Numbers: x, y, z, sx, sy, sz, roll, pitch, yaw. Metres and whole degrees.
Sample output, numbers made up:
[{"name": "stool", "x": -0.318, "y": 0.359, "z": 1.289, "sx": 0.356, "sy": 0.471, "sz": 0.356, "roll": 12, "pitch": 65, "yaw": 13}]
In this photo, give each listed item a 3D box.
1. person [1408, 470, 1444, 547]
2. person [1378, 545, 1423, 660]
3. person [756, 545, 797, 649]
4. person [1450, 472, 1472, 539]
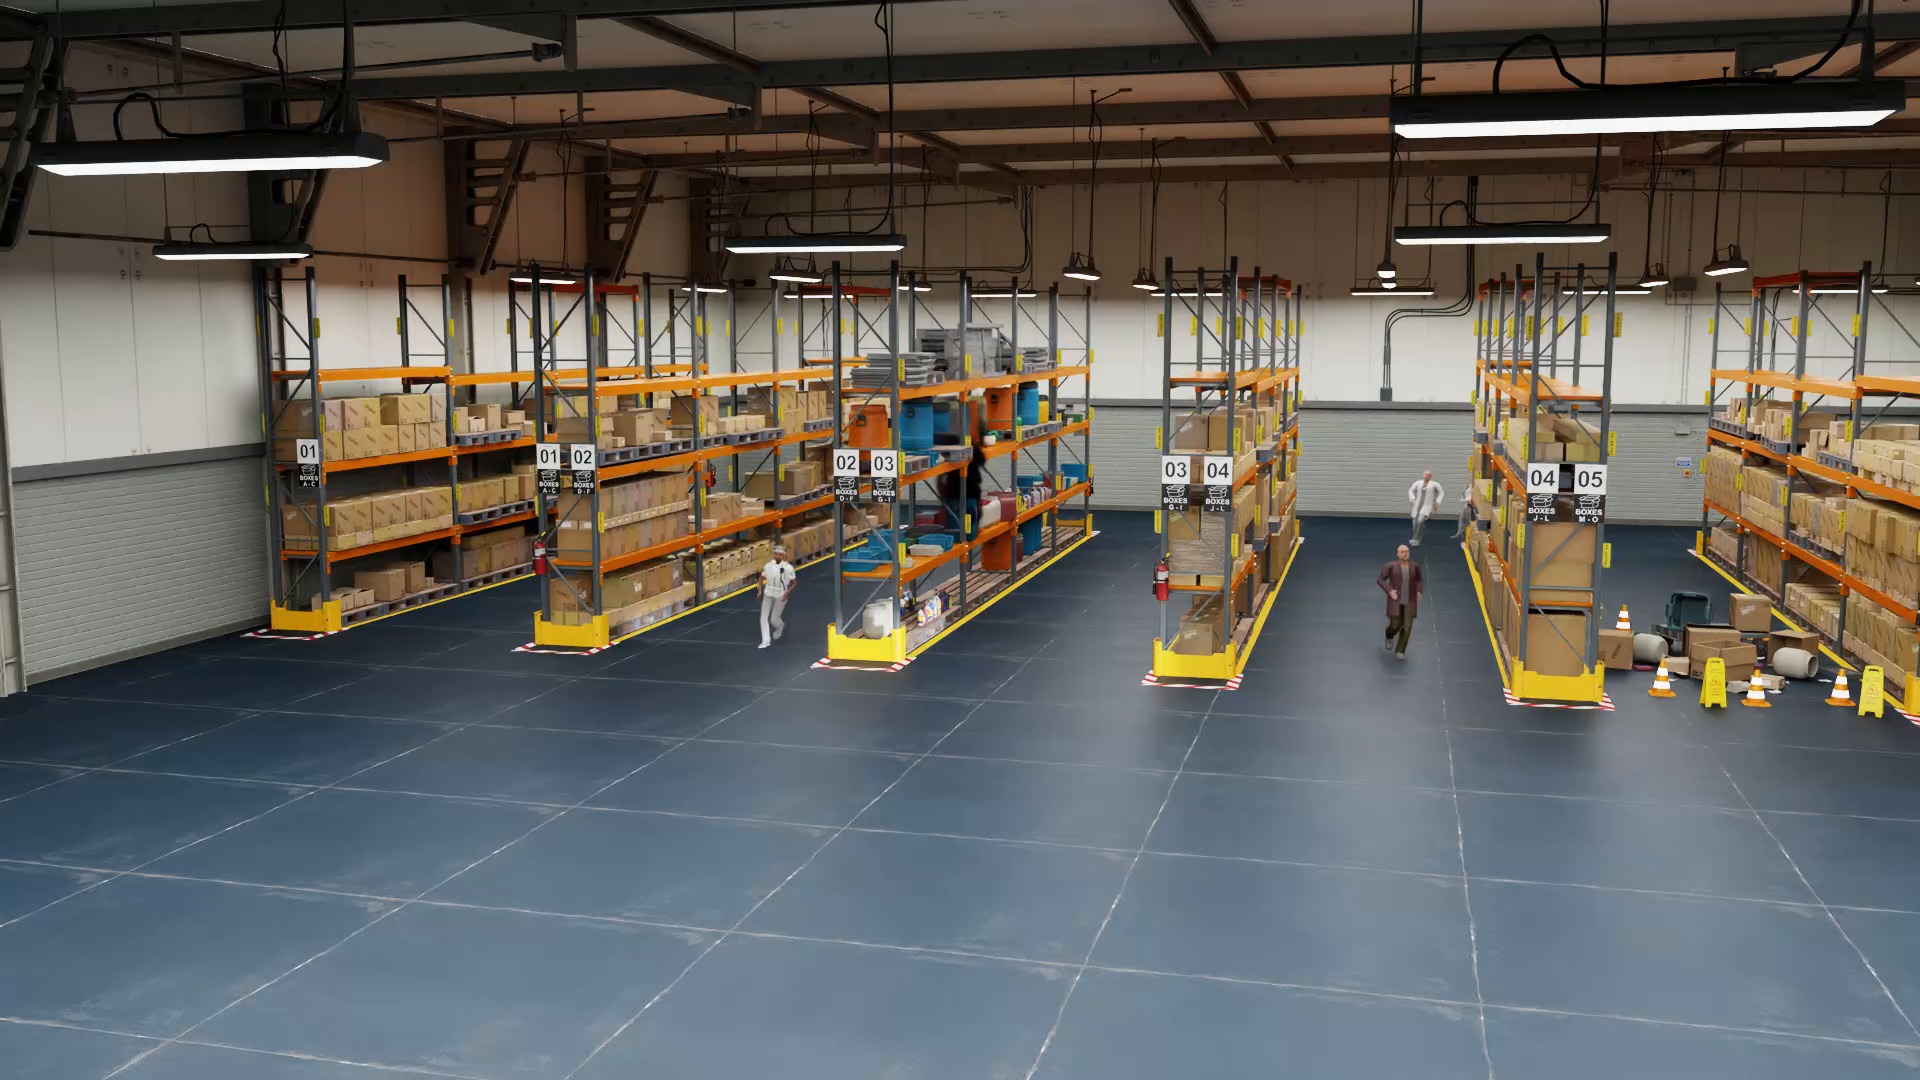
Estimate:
[{"name": "person", "x": 10.731, "y": -0.724, "z": 38.448, "sx": 0.773, "sy": 1.789, "sz": 0.726, "roll": 5, "pitch": 9, "yaw": 36}, {"name": "person", "x": 6.720, "y": 0.972, "z": 25.351, "sx": 0.702, "sy": 1.649, "sz": 0.673, "roll": 0, "pitch": 7, "yaw": -1}, {"name": "person", "x": -2.882, "y": 0.883, "z": 26.215, "sx": 0.619, "sy": 1.643, "sz": 0.534, "roll": 2, "pitch": 8, "yaw": 16}, {"name": "person", "x": 12.033, "y": -0.804, "z": 39.298, "sx": 0.866, "sy": 1.643, "sz": 0.646, "roll": 3, "pitch": 8, "yaw": 25}]
